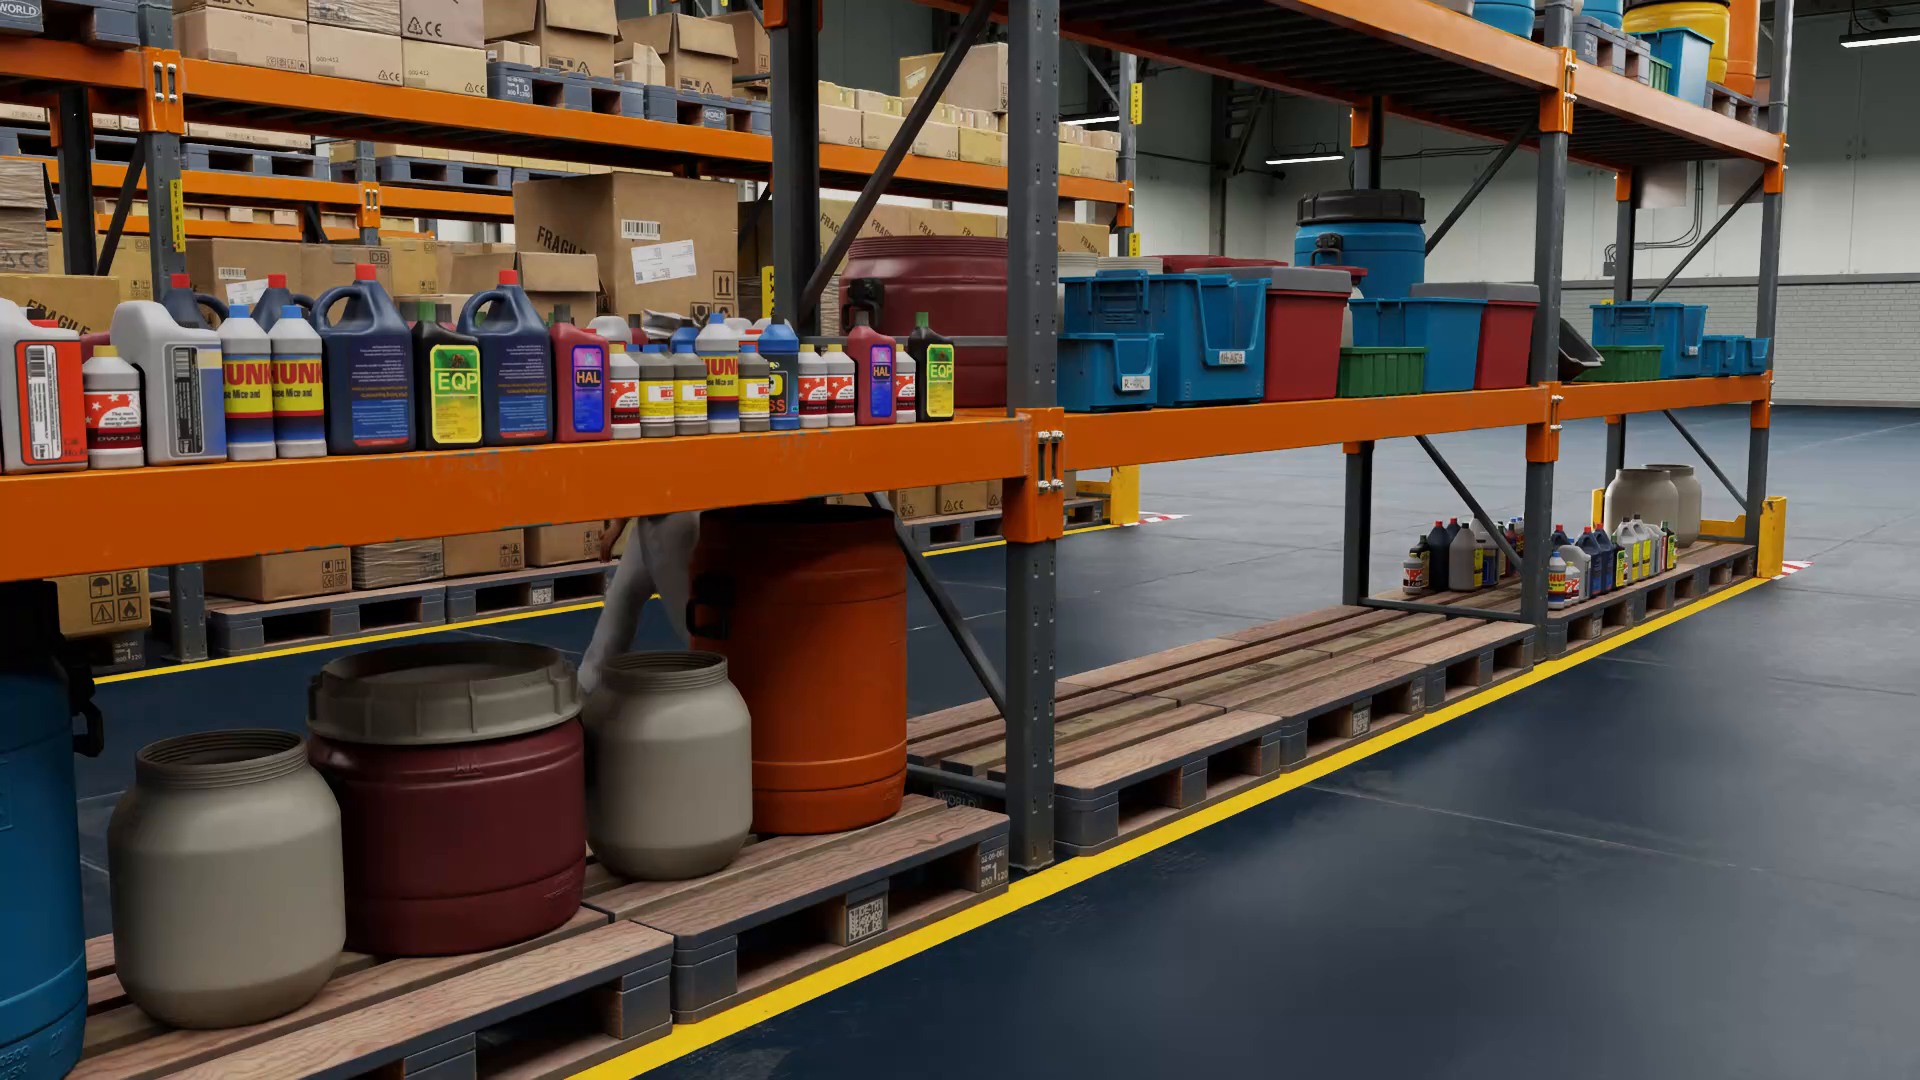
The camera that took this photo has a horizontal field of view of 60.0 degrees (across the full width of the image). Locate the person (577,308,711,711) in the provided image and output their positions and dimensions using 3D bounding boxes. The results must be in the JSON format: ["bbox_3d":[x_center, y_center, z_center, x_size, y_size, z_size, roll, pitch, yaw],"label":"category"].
[{"bbox_3d":[-1.248,-0.085,6.463,0.979,1.619,0.476,0,7,1],"label":"person"}]
